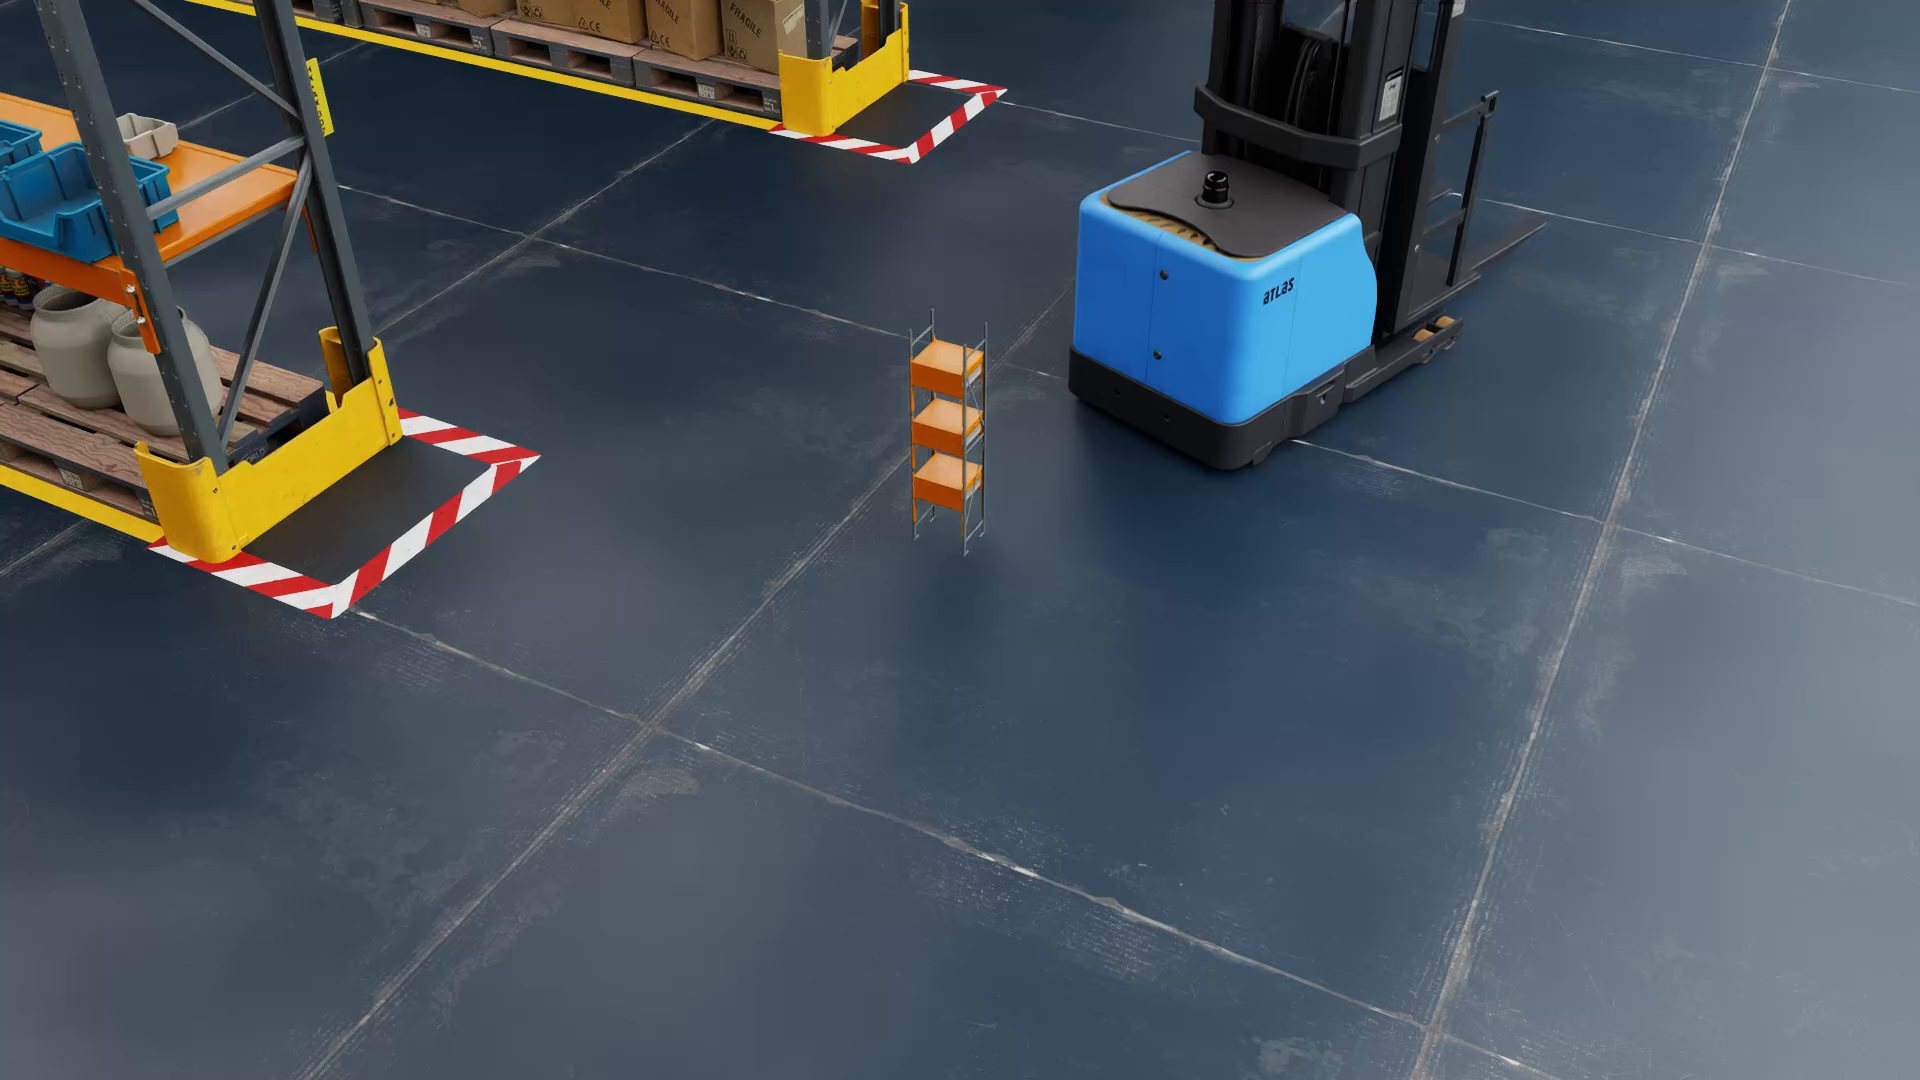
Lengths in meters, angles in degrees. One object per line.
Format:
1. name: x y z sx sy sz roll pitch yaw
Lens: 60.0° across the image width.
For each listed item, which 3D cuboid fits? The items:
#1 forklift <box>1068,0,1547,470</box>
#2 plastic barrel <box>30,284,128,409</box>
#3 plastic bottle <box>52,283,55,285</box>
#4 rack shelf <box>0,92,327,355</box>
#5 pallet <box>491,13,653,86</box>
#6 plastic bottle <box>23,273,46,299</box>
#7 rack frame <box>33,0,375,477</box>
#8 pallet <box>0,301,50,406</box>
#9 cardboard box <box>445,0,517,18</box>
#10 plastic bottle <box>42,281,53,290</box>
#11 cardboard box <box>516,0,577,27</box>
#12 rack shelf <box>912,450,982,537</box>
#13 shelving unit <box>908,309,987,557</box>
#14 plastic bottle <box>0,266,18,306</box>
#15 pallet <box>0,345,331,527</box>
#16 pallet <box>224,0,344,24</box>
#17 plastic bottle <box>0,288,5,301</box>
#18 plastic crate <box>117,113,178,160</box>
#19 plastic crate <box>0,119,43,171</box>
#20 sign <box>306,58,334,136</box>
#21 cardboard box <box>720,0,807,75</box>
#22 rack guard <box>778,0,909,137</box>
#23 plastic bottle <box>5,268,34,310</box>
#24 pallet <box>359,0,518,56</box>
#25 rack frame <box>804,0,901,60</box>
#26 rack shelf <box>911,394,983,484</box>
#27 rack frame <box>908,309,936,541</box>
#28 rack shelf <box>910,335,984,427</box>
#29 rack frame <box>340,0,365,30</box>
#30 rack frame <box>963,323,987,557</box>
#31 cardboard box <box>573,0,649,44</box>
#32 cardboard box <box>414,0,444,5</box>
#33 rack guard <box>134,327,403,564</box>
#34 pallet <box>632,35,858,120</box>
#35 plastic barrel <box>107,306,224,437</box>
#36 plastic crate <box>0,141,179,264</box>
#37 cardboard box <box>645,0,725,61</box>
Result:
1. forklift: 1.936 -2.267 7.812 3.031 2.935 1.130 -30 47 -34
2. plastic barrel: -4.023 -0.903 7.668 0.421 0.512 0.421 0 37 0
3. plastic bottle: -4.425 -1.205 8.249 0.097 0.271 0.097 0 37 0
4. rack shelf: -4.735 -1.714 7.623 4.000 0.370 1.077 17 41 21
5. pallet: -2.533 -3.599 11.817 1.213 0.211 1.003 17 41 21
6. plastic bottle: -4.618 -1.282 8.341 0.133 0.283 0.061 18 41 22
7. rack frame: -2.959 -1.445 6.673 0.127 3.000 1.000 17 41 21
8. pallet: -4.846 -0.899 8.259 1.213 0.211 1.003 17 41 21
9. cardboard box: -3.384 -4.100 11.890 0.500 0.500 0.500 -30 47 -34
10. plastic bottle: -4.517 -1.206 8.308 0.097 0.201 0.097 0 37 0
11. cardboard box: -2.797 -3.970 11.719 0.500 0.500 0.500 14 39 18
12. rack shelf: -0.048 -0.203 7.127 0.240 0.259 0.215 17 41 21
13. shelving unit: -0.048 -0.433 6.952 0.252 1.050 0.215 17 41 21
14. plastic bottle: -4.819 -1.328 8.411 0.097 0.271 0.097 0 37 0
15. pallet: -3.767 -0.559 7.812 1.213 0.211 1.003 17 41 21
16. pallet: -4.925 -4.321 12.768 1.213 0.211 1.003 17 41 21
17. plastic bottle: -4.907 -1.328 8.469 0.097 0.201 0.097 0 37 0
18. plastic crate: -3.605 -1.761 7.308 0.250 0.136 0.298 17 41 21
19. plastic crate: -4.115 -1.548 6.931 0.408 0.251 0.499 17 41 21
20. sign: -2.702 -1.849 6.976 0.005 0.325 0.100 17 41 21
21. cardboard box: -1.228 -3.458 11.045 0.500 0.500 0.500 25 44 29
22. rack guard: -0.748 -3.130 10.959 0.348 0.500 1.175 17 41 21
23. plastic bottle: -4.730 -1.300 8.375 0.097 0.271 0.097 0 37 0
24. pallet: -3.620 -3.938 12.263 1.213 0.211 1.003 17 41 21
25. rack frame: -0.681 -4.104 10.176 0.127 3.000 1.000 17 41 21
26. rack shelf: -0.048 -0.425 6.959 0.240 0.259 0.215 17 41 21
27. rack frame: -0.156 -0.467 6.997 0.008 1.050 0.200 17 41 21
28. rack shelf: -0.048 -0.651 6.787 0.240 0.259 0.215 17 41 21
29. rack frame: -4.233 -5.216 11.641 0.127 3.000 1.000 17 41 21
30. rack frame: 0.061 -0.399 6.907 0.008 1.050 0.200 17 41 21
31. cardboard box: -2.322 -3.790 11.483 0.500 0.500 0.500 21 42 26
32. cardboard box: -3.896 -4.255 12.095 0.500 0.500 0.500 16 40 20
33. rack guard: -3.048 -0.445 7.423 0.348 0.500 1.175 17 41 21
34. pallet: -1.454 -3.259 11.369 1.213 0.211 1.003 17 41 21
35. plastic barrel: -3.578 -0.763 7.485 0.421 0.512 0.421 0 37 0
36. plastic crate: -3.541 -1.364 6.689 0.616 0.251 0.499 17 41 21
37. cardboard box: -1.774 -3.606 11.240 0.500 0.500 0.500 29 46 33
